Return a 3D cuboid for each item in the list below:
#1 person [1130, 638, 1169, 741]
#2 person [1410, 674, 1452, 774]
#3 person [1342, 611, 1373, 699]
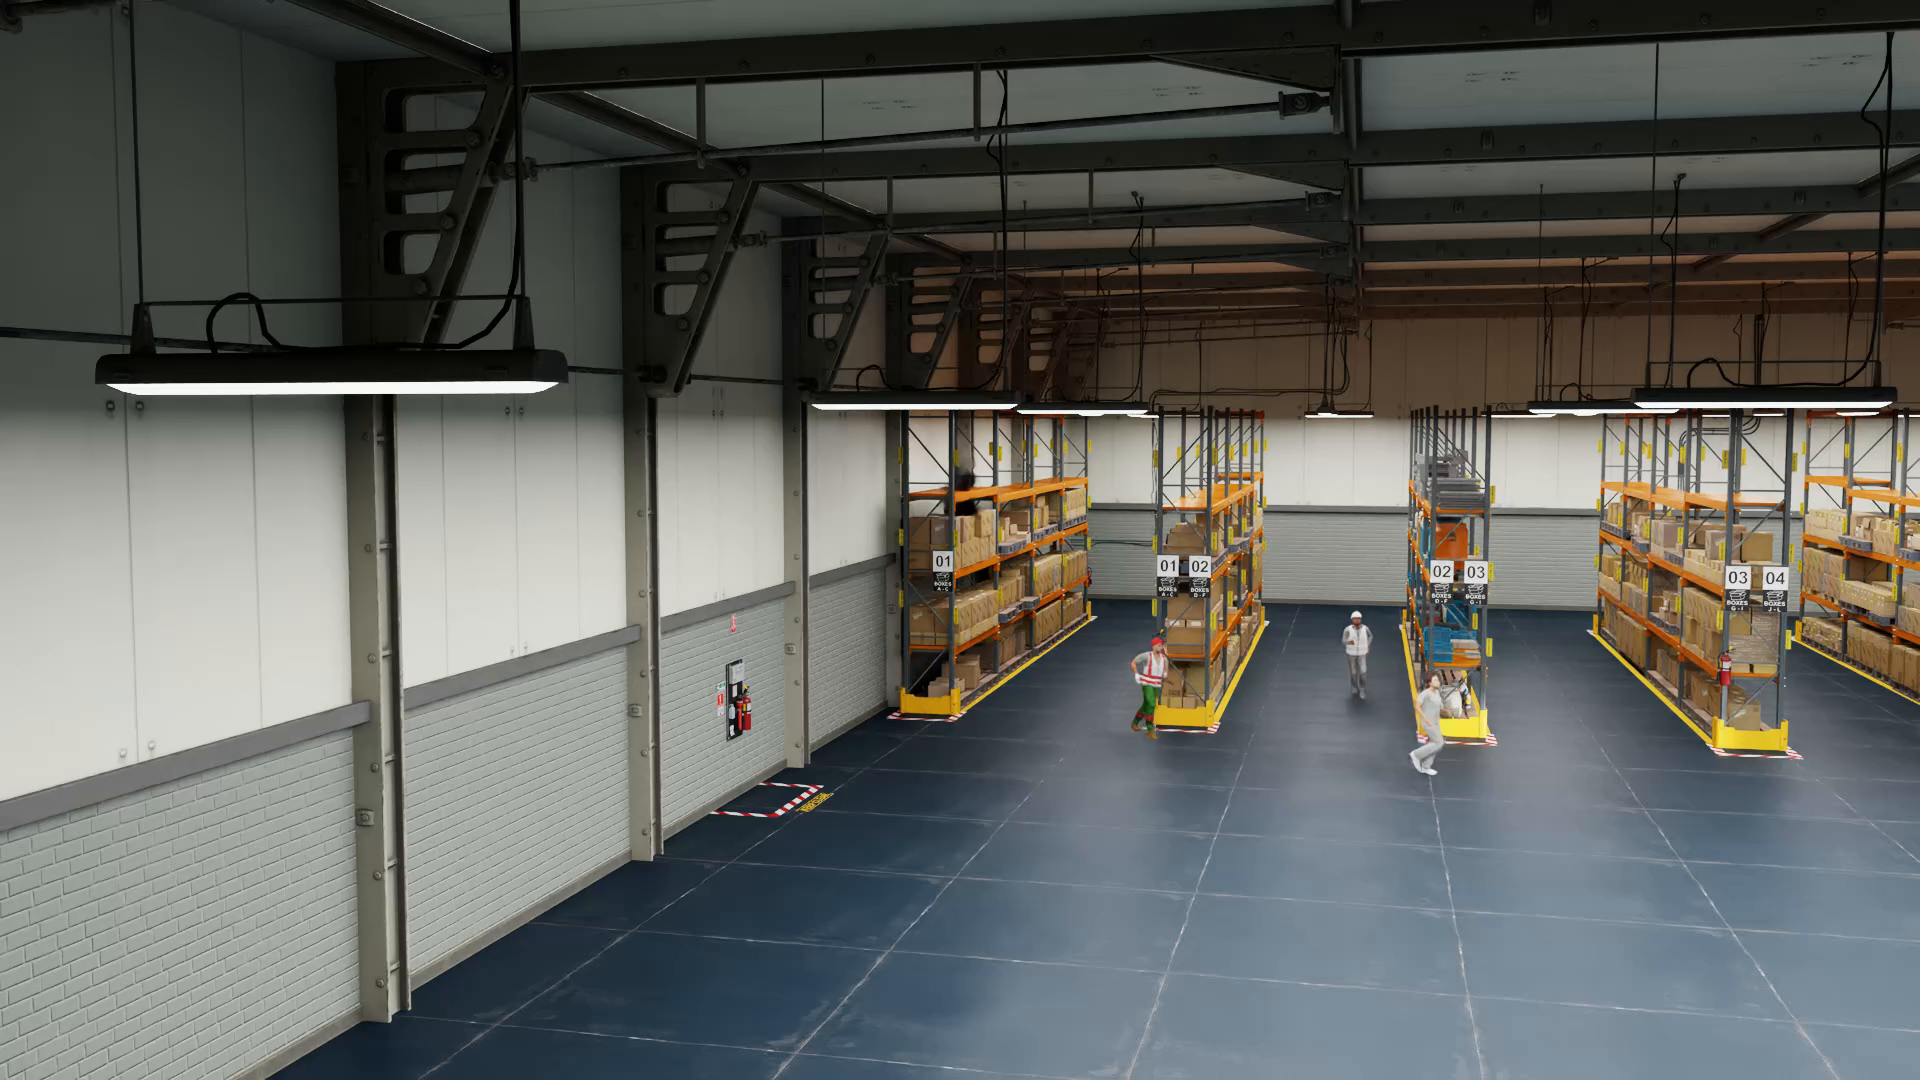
[{"bbox_3d":[3.492,2.669,30.192,0.673,1.798,0.875,-3,5,-34],"label":"person"},{"bbox_3d":[7.656,2.976,26.971,0.582,1.637,0.555,3,5,40],"label":"person"},{"bbox_3d":[8.212,2.384,34.380,0.635,1.822,0.756,1,4,11],"label":"person"}]
